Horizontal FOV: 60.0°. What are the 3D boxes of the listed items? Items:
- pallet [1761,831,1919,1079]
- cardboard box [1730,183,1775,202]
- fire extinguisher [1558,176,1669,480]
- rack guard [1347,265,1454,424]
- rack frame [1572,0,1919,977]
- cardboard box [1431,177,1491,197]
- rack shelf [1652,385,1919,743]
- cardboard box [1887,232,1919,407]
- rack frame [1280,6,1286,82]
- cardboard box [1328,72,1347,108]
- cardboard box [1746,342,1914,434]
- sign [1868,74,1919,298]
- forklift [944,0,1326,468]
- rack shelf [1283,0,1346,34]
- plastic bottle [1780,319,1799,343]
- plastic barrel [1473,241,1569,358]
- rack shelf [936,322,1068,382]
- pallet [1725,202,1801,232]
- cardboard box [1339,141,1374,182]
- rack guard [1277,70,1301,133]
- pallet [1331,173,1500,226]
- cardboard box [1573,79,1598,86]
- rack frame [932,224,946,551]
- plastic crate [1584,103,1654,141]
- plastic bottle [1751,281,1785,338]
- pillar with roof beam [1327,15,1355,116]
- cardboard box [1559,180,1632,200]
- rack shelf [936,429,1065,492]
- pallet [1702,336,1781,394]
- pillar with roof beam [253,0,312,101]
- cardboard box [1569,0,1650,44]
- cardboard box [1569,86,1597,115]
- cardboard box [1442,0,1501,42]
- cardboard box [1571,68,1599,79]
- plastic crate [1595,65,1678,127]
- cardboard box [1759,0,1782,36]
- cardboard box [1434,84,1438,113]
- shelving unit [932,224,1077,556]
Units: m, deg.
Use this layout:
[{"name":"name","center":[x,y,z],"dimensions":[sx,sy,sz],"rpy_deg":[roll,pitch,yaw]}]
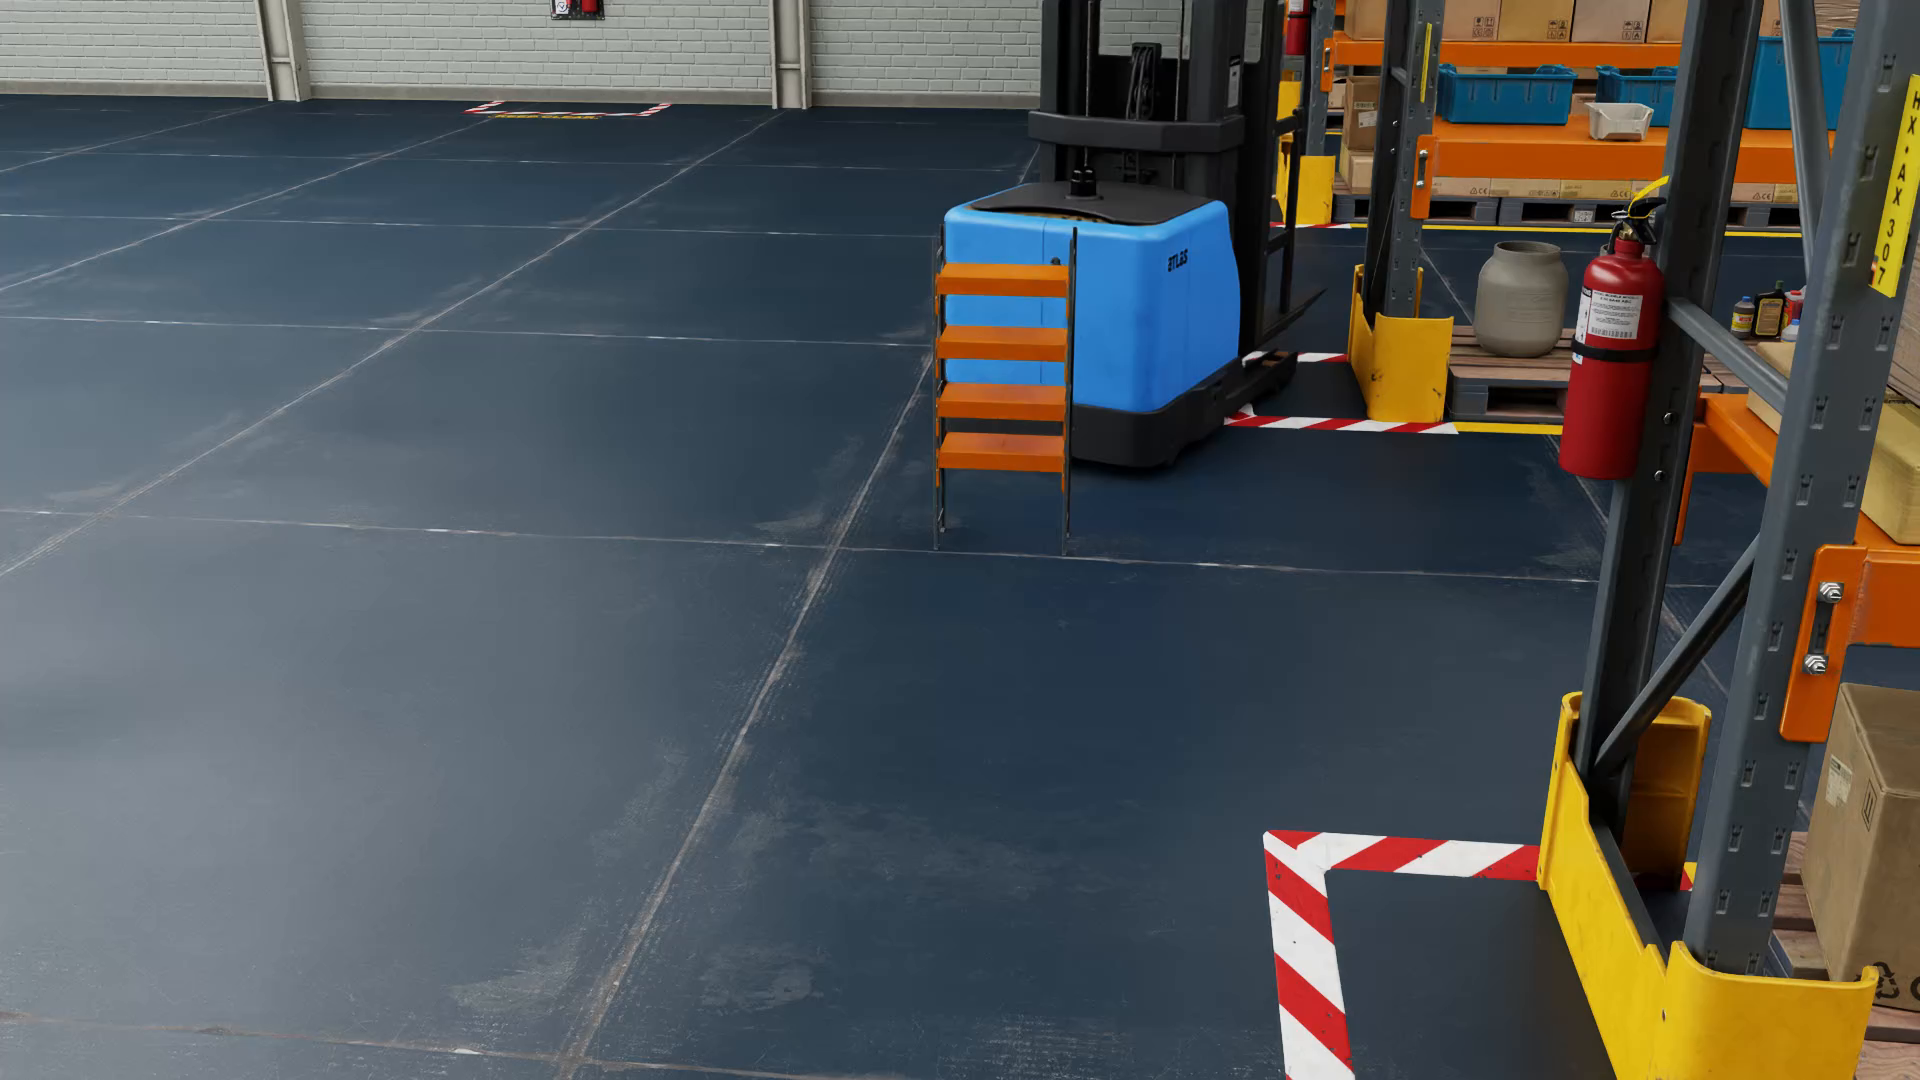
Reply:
[{"name":"pallet","center":[2.389,1.010,3.599],"dimensions":[1.213,0.211,1.003],"rpy_deg":[2,22,6]},{"name":"cardboard box","center":[5.671,-2.664,12.267],"dimensions":[0.500,0.250,0.500],"rpy_deg":[2,22,6]},{"name":"fire extinguisher","center":[1.452,-0.476,3.668],"dimensions":[0.183,0.674,0.296],"rpy_deg":[2,22,6]},{"name":"rack guard","center":[2.175,-0.998,8.285],"dimensions":[0.348,0.500,1.175],"rpy_deg":[2,22,6]},{"name":"rack frame","center":[1.511,-0.338,3.216],"dimensions":[0.127,3.000,1.000],"rpy_deg":[2,22,6]},{"name":"cardboard box","center":[3.684,-2.747,12.477],"dimensions":[0.500,0.250,0.500],"rpy_deg":[2,22,6]},{"name":"rack shelf","center":[3.497,0.083,3.129],"dimensions":[4.000,0.370,1.077],"rpy_deg":[2,22,6]},{"name":"cardboard box","center":[2.054,-0.489,3.057],"dimensions":[0.500,0.500,0.875],"rpy_deg":[2,22,6]},{"name":"rack frame","center":[3.260,-5.764,16.939],"dimensions":[0.127,3.000,1.000],"rpy_deg":[2,22,6]},{"name":"cardboard box","center":[3.936,-4.655,17.194],"dimensions":[0.500,0.311,0.500],"rpy_deg":[0,22,0]},{"name":"cardboard box","center":[1.819,-0.285,3.422],"dimensions":[0.250,0.149,0.380],"rpy_deg":[2,22,6]},{"name":"sign","center":[1.447,-0.543,2.556],"dimensions":[0.005,0.325,0.100],"rpy_deg":[2,22,6]},{"name":"forklift","center":[1.065,-2.167,7.933],"dimensions":[1.130,2.935,3.031],"rpy_deg":[11,24,26]},{"name":"rack shelf","center":[5.246,-5.343,16.853],"dimensions":[4.000,0.370,1.077],"rpy_deg":[2,22,6]},{"name":"plastic bottle","center":[3.858,-0.890,7.725],"dimensions":[0.097,0.271,0.097],"rpy_deg":[0,22,0]},{"name":"plastic barrel","center":[2.757,-1.185,8.169],"dimensions":[0.421,0.512,0.421],"rpy_deg":[0,22,0]},{"name":"rack shelf","center":[0.164,-0.696,6.144],"dimensions":[0.480,0.148,0.258],"rpy_deg":[2,22,6]},{"name":"pallet","center":[5.868,-2.535,12.565],"dimensions":[1.213,0.211,1.003],"rpy_deg":[2,22,6]},{"name":"cardboard box","center":[3.248,-2.956,13.007],"dimensions":[0.500,0.250,0.500],"rpy_deg":[2,22,6]},{"name":"rack guard","center":[3.335,-4.598,17.390],"dimensions":[0.348,0.500,1.175],"rpy_deg":[2,22,6]},{"name":"pallet","center":[3.445,-2.641,12.832],"dimensions":[1.213,0.211,1.003],"rpy_deg":[2,22,6]},{"name":"cardboard box","center":[4.739,-3.246,12.719],"dimensions":[0.500,0.500,0.500],"rpy_deg":[2,22,6]},{"name":"rack frame","center":[-0.078,-0.561,6.228],"dimensions":[0.015,1.200,0.240],"rpy_deg":[2,22,6]},{"name":"plastic crate","center":[2.945,-1.868,7.443],"dimensions":[0.250,0.136,0.298],"rpy_deg":[2,22,6]},{"name":"plastic bottle","center":[4.088,-1.170,8.417],"dimensions":[0.133,0.283,0.061],"rpy_deg":[3,22,8]},{"name":"pillar with roof beam","center":[3.550,-7.268,12.583],"dimensions":[0.400,9.000,9.100],"rpy_deg":[2,22,6]},{"name":"cardboard box","center":[4.676,-2.702,12.363],"dimensions":[0.500,0.250,0.500],"rpy_deg":[2,22,6]},{"name":"rack shelf","center":[0.164,-0.304,6.299],"dimensions":[0.480,0.148,0.258],"rpy_deg":[2,22,6]},{"name":"pallet","center":[4.189,-0.773,8.108],"dimensions":[1.213,0.211,1.003],"rpy_deg":[2,22,6]},{"name":"pillar with roof beam","center":[-8.366,-7.787,13.896],"dimensions":[0.400,9.000,9.100],"rpy_deg":[2,22,6]},{"name":"cardboard box","center":[4.680,-3.911,12.116],"dimensions":[0.500,0.500,0.700],"rpy_deg":[3,22,8]},{"name":"cardboard box","center":[4.676,-3.050,12.224],"dimensions":[0.500,0.500,0.500],"rpy_deg":[2,22,6]},{"name":"cardboard box","center":[3.665,-3.956,12.230],"dimensions":[0.500,0.500,0.700],"rpy_deg":[3,22,8]},{"name":"cardboard box","center":[6.197,-4.663,16.957],"dimensions":[0.500,0.500,0.500],"rpy_deg":[1,22,2]},{"name":"plastic crate","center":[3.271,-2.135,7.963],"dimensions":[0.408,0.251,0.499],"rpy_deg":[2,22,6]},{"name":"cardboard box","center":[5.687,-3.866,12.002],"dimensions":[0.500,0.500,0.700],"rpy_deg":[2,22,6]},{"name":"cardboard box","center":[3.684,-3.095,12.337],"dimensions":[0.500,0.500,0.500],"rpy_deg":[2,22,6]},{"name":"shelving unit","center":[0.164,-0.551,6.201],"dimensions":[0.503,1.200,0.258],"rpy_deg":[2,22,6]}]
